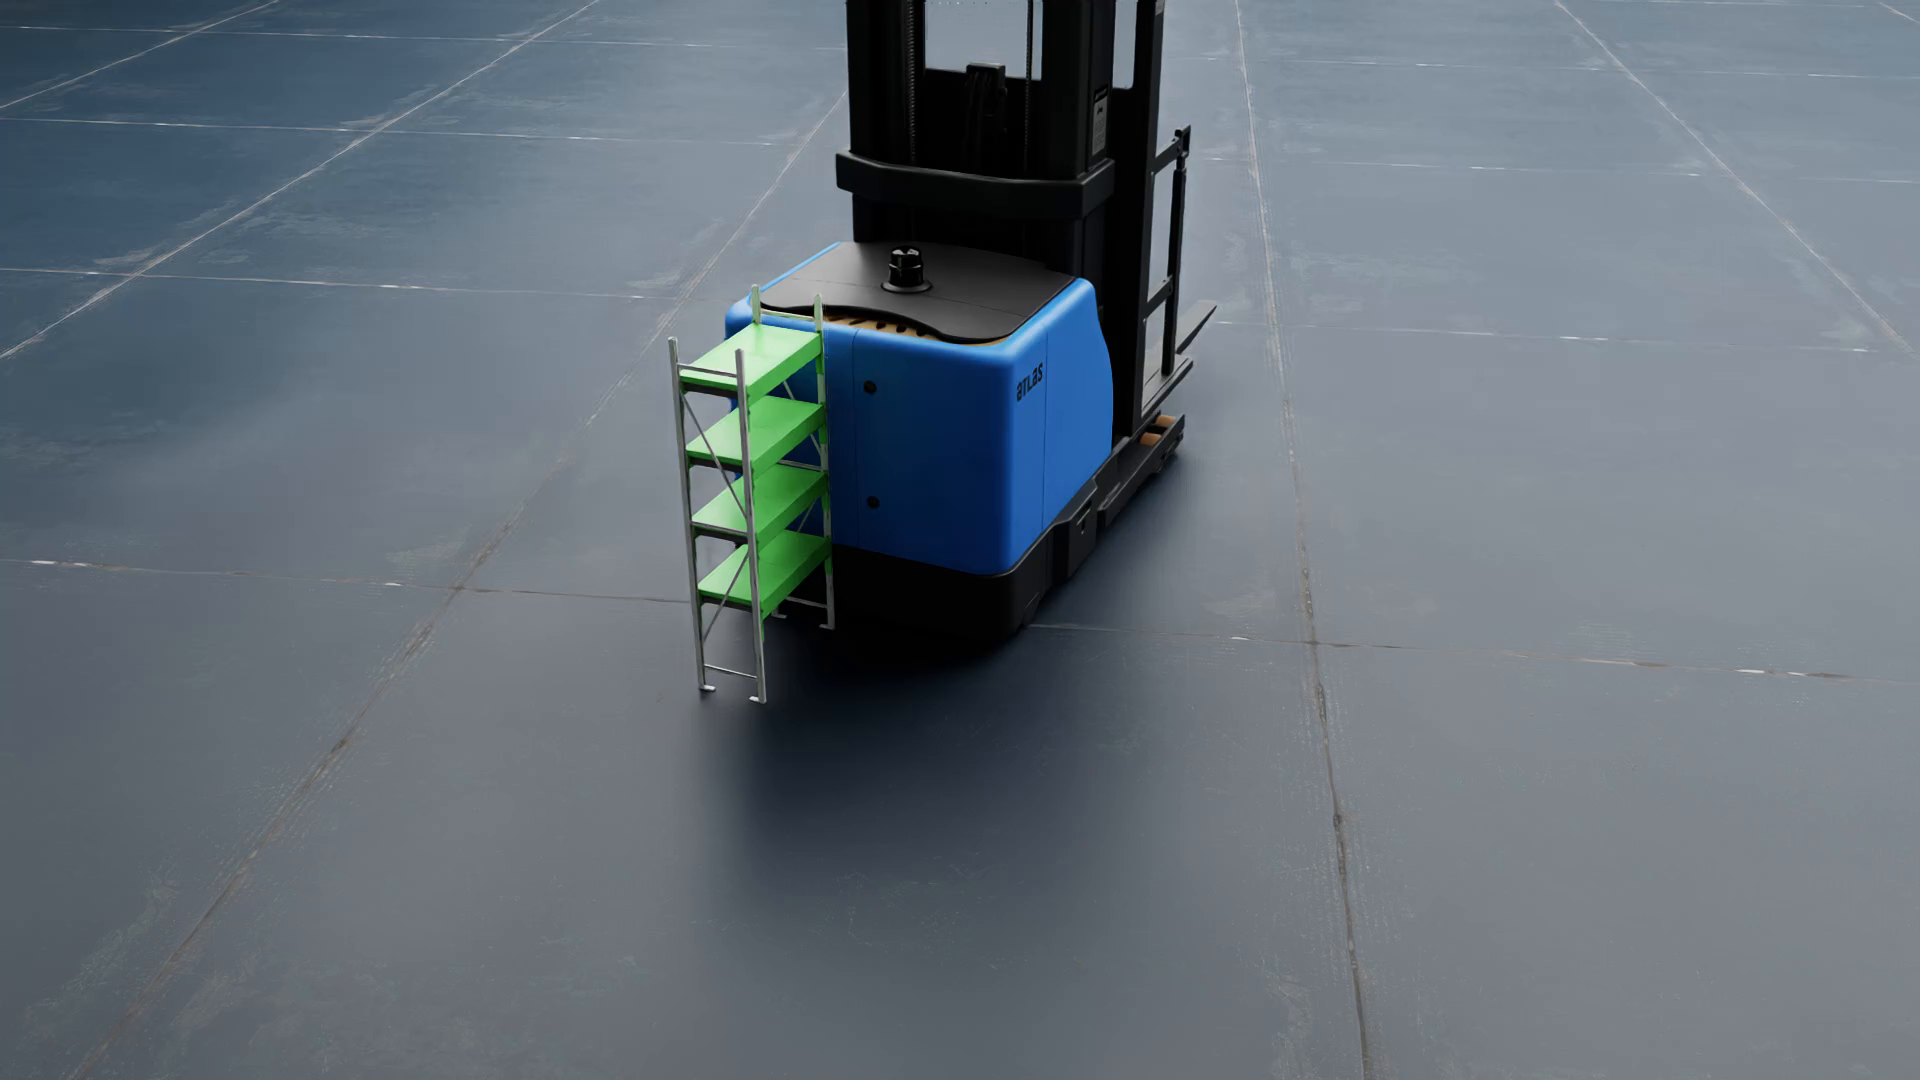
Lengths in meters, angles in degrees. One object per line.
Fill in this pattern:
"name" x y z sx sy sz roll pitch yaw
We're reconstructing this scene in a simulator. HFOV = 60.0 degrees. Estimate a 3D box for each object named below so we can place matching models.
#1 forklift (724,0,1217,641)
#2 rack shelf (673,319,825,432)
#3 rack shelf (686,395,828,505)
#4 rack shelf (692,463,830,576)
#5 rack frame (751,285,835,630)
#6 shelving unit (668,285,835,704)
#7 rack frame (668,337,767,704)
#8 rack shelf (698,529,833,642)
"forklift" 0.284 -1.635 6.194 1.130 2.935 3.031 12 31 21
"rack shelf" -0.634 -0.506 5.046 0.258 0.148 0.480 11 30 20
"rack shelf" -0.634 -0.295 5.160 0.258 0.148 0.480 11 30 20
"rack shelf" -0.634 -0.083 5.273 0.258 0.148 0.480 11 30 20
"rack frame" -0.539 -0.246 5.441 0.240 1.200 0.015 11 30 20
"shelving unit" -0.634 -0.140 5.243 0.258 1.200 0.503 11 30 20
"rack frame" -0.729 -0.033 5.045 0.240 1.200 0.015 11 30 20
"rack shelf" -0.634 0.128 5.387 0.258 0.148 0.480 11 30 20
